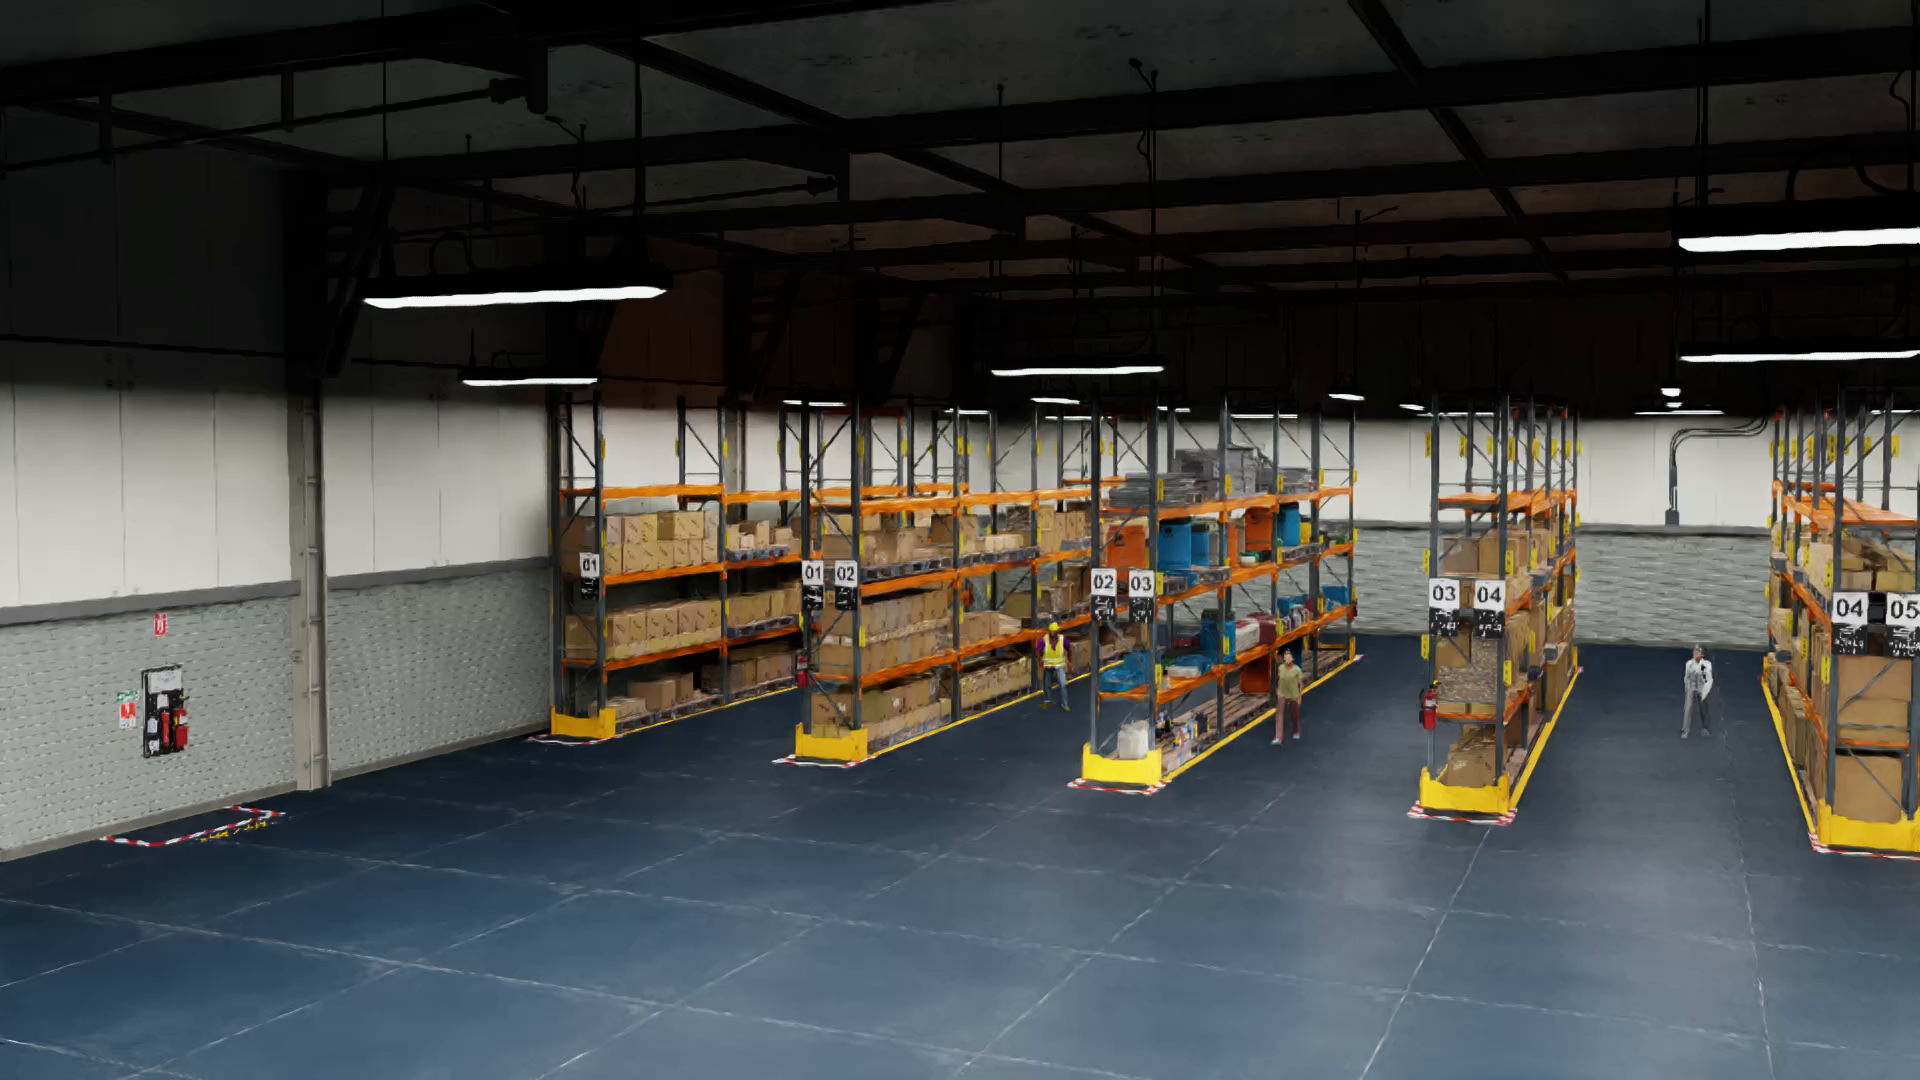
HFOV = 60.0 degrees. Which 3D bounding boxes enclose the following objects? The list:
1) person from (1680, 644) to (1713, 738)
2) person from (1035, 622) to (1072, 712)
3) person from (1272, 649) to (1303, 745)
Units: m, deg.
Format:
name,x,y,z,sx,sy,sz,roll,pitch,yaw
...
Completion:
name,x,y,z,sx,sy,sz,roll,pitch,yaw
person,12.727,2.589,28.675,0.482,1.621,0.989,2,4,32
person,1.791,2.397,31.676,0.710,1.703,0.836,0,3,7
person,5.573,2.636,28.125,0.446,1.591,1.110,1,3,21
